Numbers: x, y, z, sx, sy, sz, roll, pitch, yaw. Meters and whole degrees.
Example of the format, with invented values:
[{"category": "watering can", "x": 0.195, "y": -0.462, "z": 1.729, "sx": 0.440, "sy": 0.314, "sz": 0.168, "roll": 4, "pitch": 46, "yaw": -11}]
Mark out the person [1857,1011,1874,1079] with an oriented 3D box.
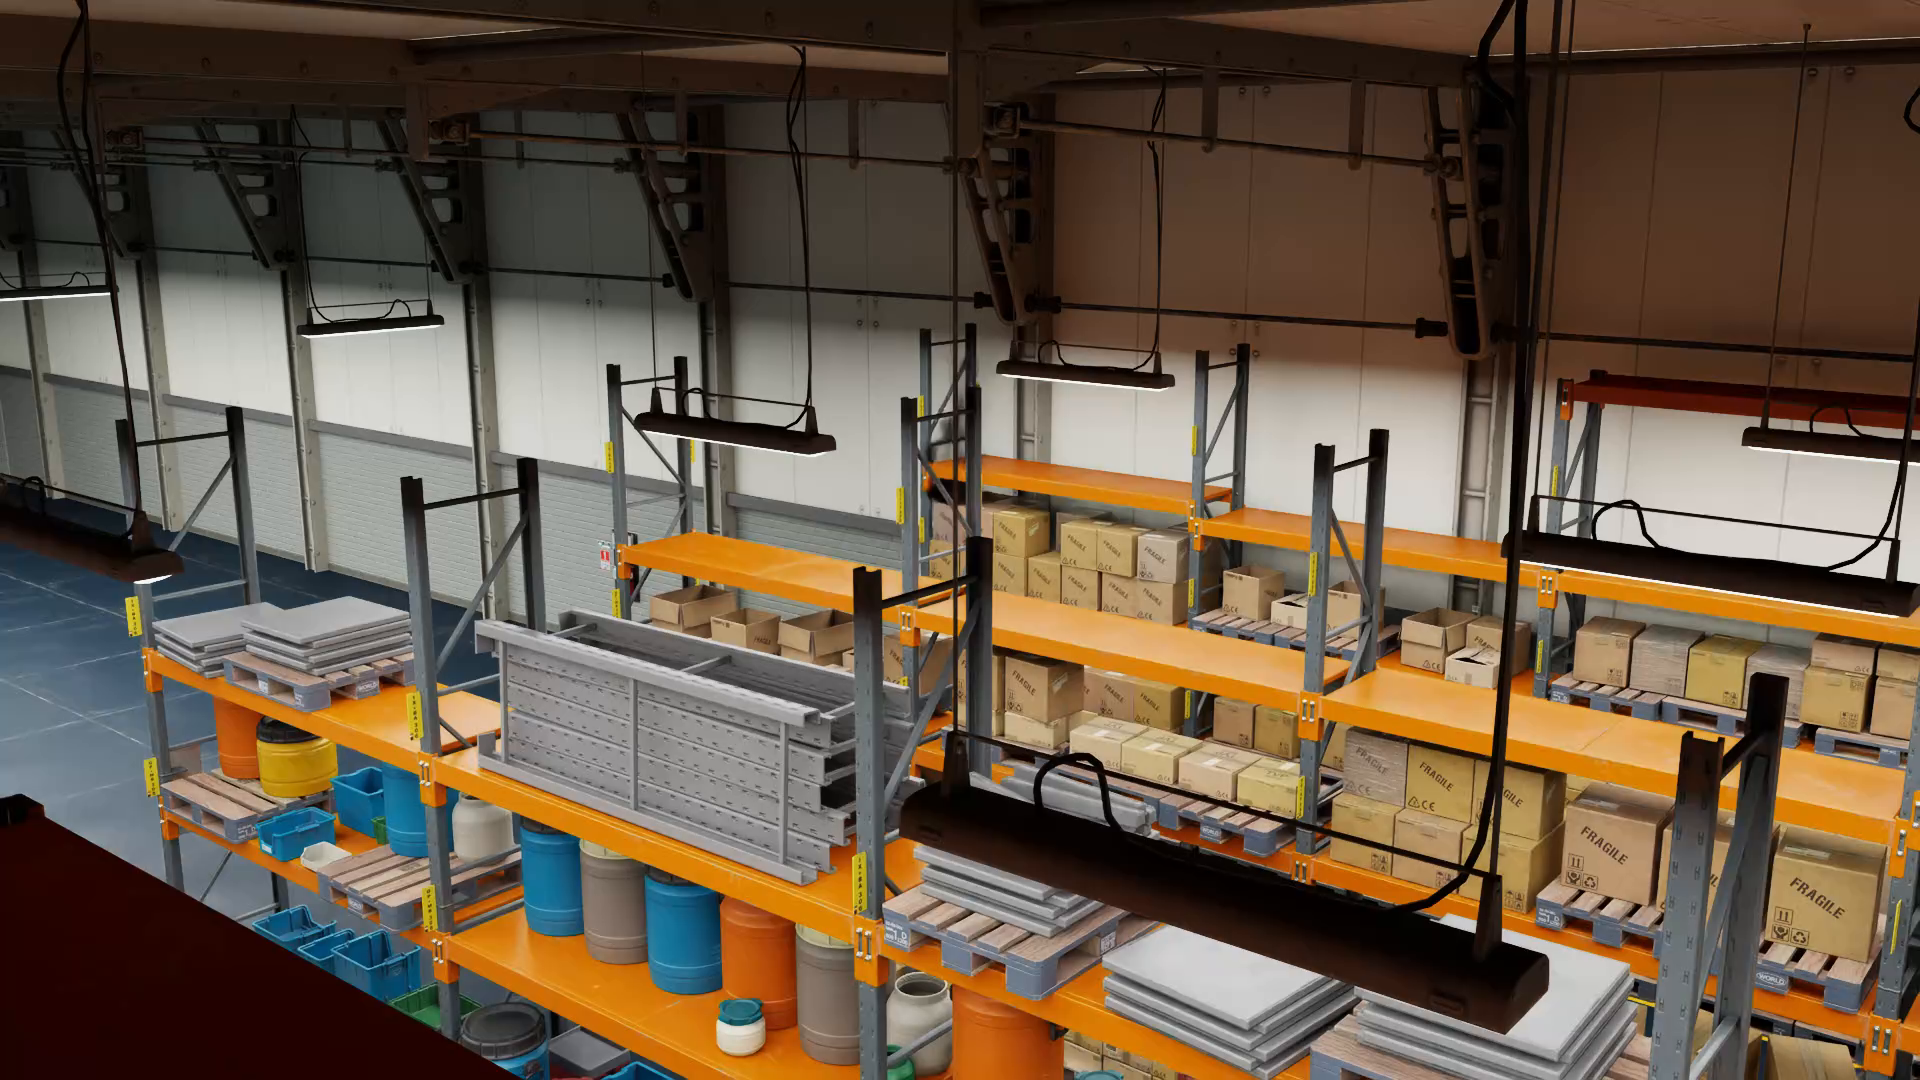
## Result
[{"category": "person", "x": 7.539, "y": 4.311, "z": 13.511, "sx": 0.877, "sy": 1.682, "sz": 0.575, "roll": 9, "pitch": 15, "yaw": 34}]
